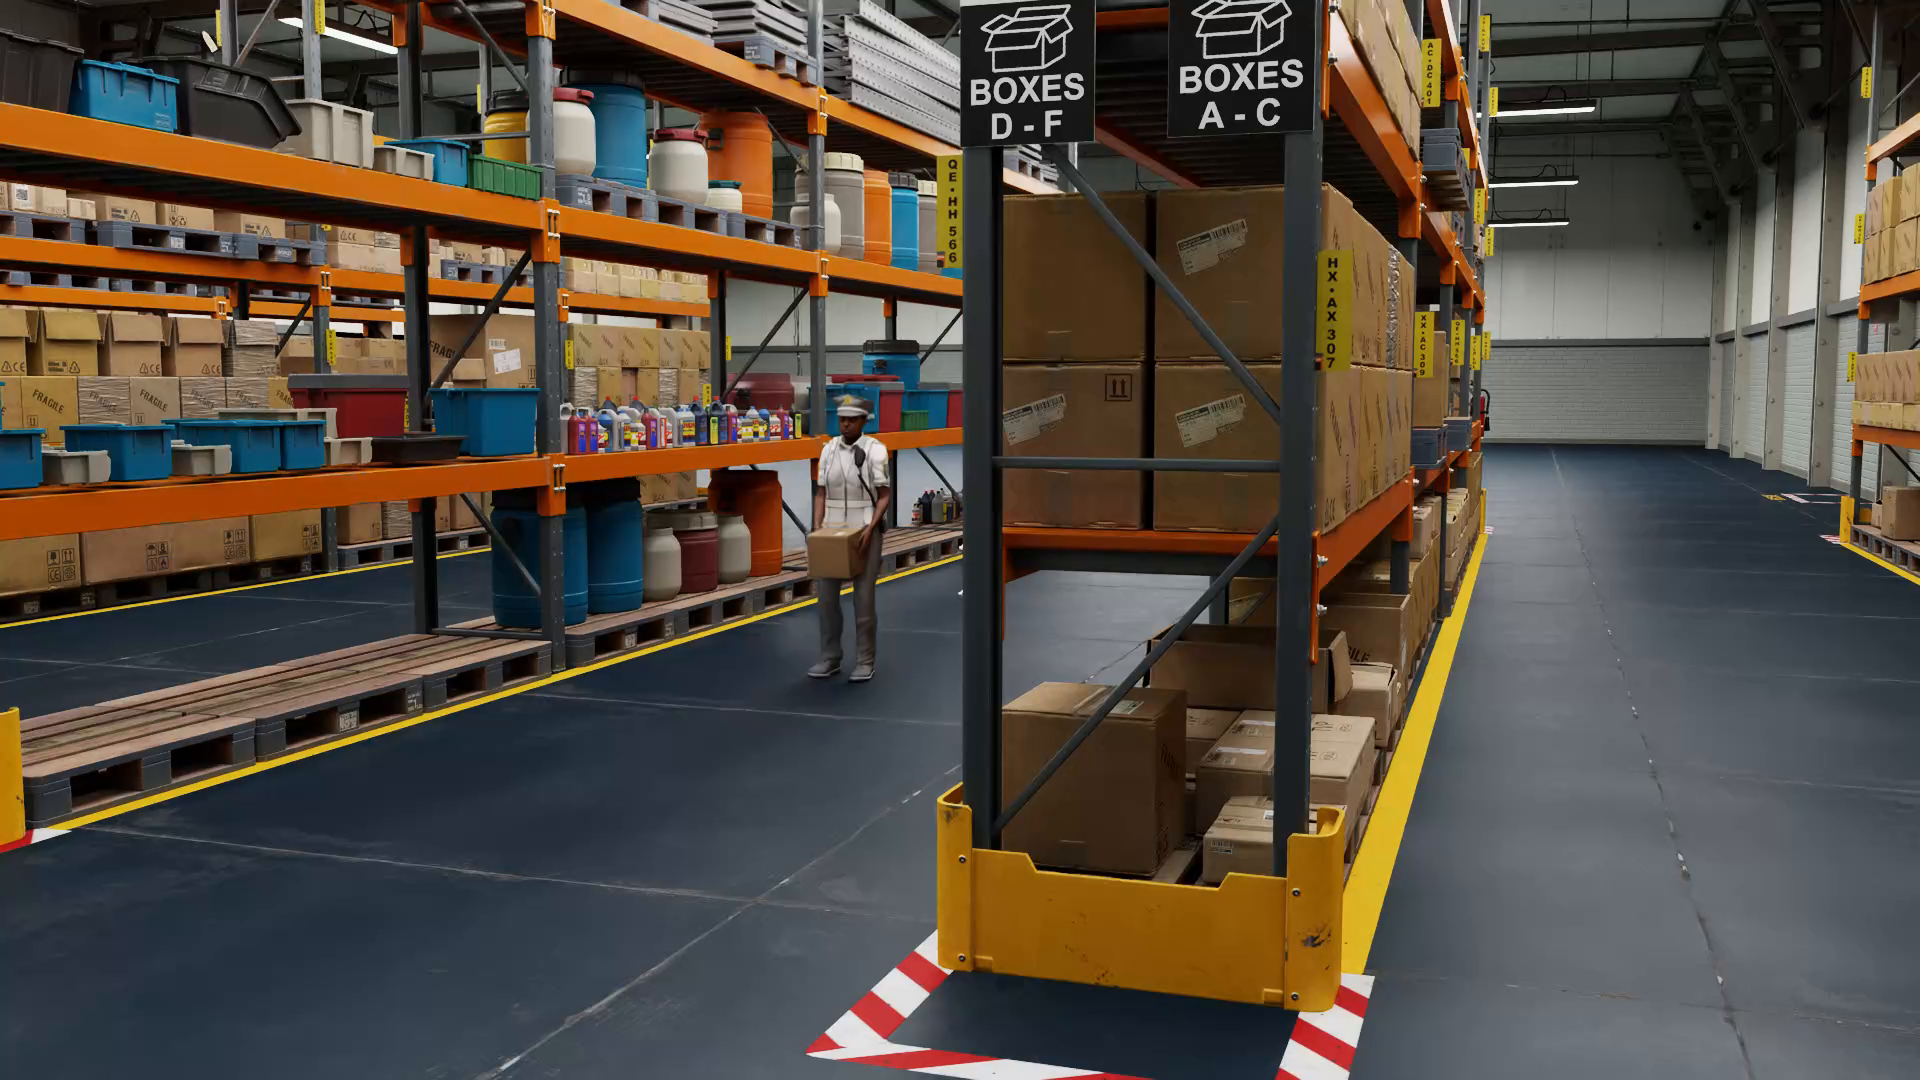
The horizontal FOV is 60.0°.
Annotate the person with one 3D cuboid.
[{"bbox_3d":[-0.652,-0.023,9.869,0.481,1.682,0.421,2,6,18],"label":"person"}]
